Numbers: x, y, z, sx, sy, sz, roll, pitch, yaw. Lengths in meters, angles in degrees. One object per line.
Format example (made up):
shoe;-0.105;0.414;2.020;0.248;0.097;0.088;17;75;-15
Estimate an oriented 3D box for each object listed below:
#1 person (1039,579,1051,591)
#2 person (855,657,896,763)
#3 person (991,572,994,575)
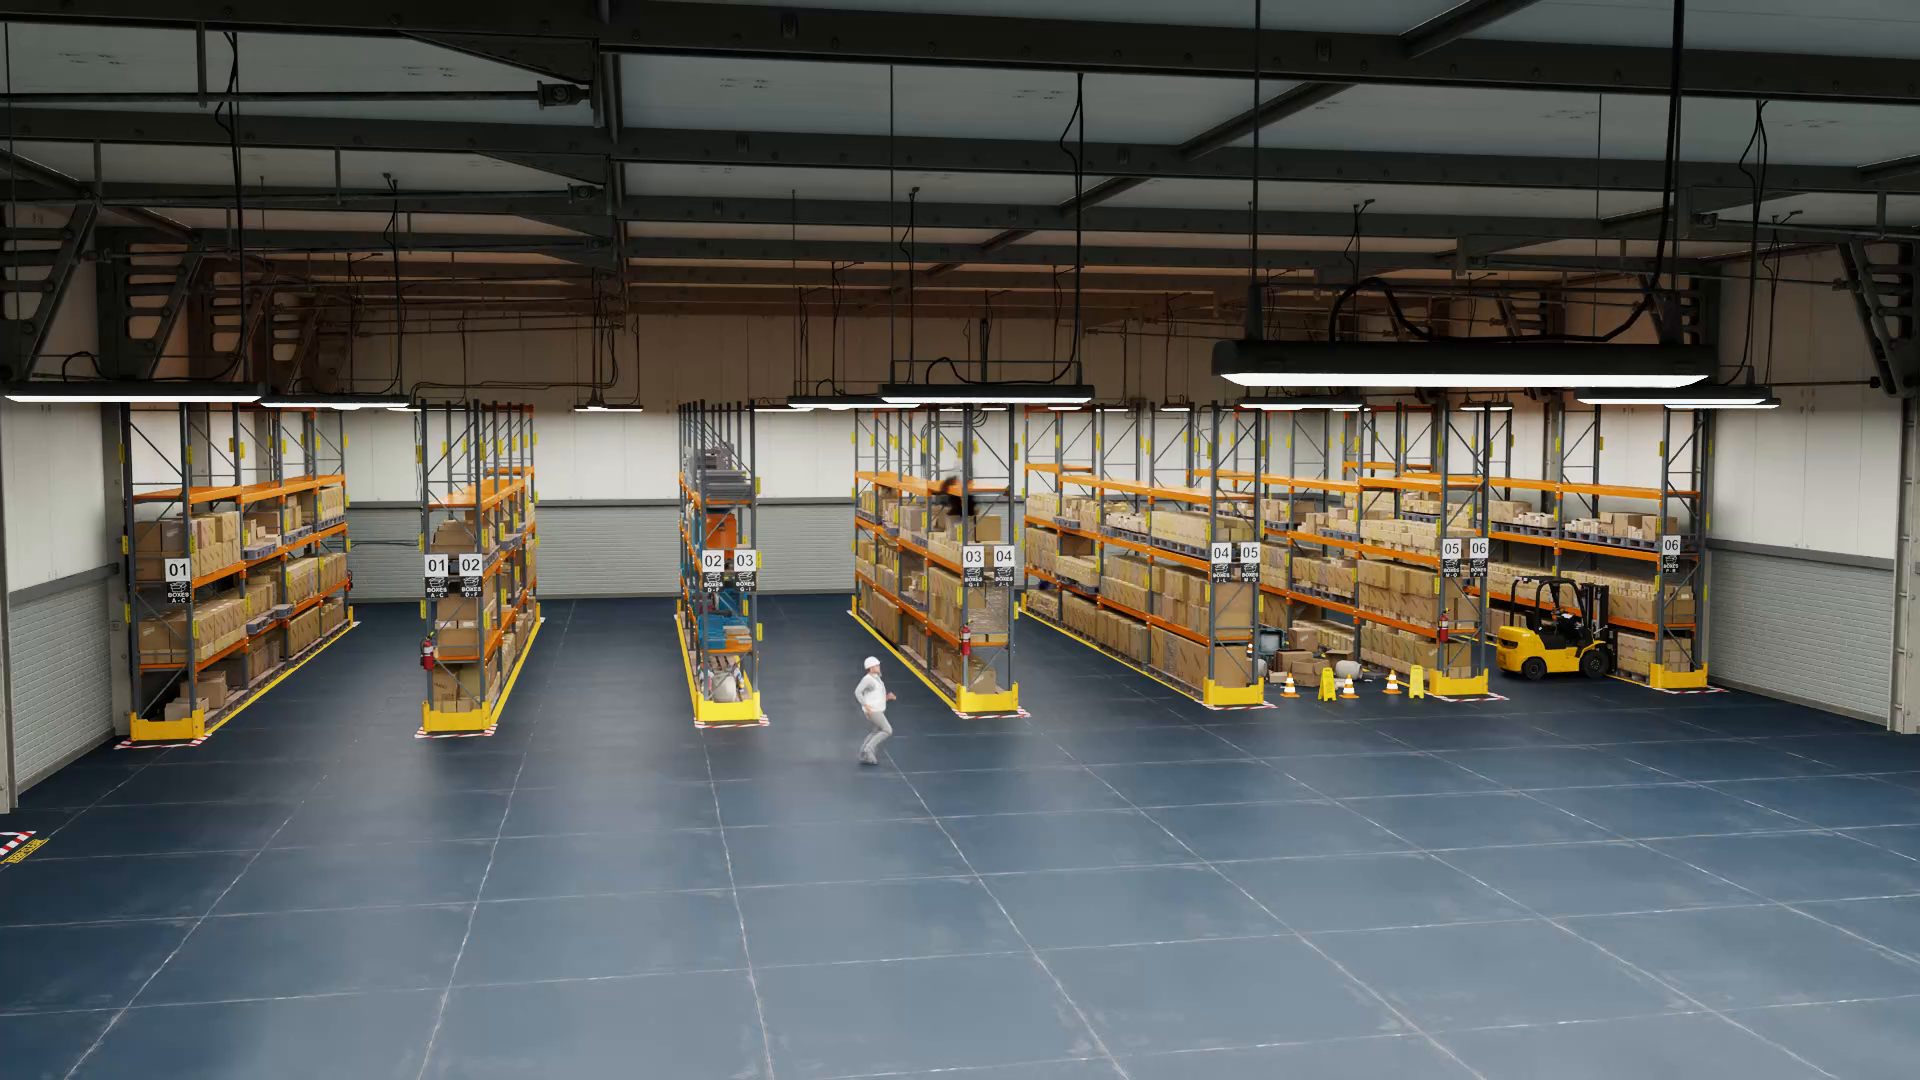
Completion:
person;2.532;1.169;49.697;0.568;1.601;0.650;-1;5;-18
person;-1.367;2.785;27.218;0.651;1.736;0.639;1;4;10
person;1.047;1.459;45.484;0.546;1.685;0.685;0;4;-2
